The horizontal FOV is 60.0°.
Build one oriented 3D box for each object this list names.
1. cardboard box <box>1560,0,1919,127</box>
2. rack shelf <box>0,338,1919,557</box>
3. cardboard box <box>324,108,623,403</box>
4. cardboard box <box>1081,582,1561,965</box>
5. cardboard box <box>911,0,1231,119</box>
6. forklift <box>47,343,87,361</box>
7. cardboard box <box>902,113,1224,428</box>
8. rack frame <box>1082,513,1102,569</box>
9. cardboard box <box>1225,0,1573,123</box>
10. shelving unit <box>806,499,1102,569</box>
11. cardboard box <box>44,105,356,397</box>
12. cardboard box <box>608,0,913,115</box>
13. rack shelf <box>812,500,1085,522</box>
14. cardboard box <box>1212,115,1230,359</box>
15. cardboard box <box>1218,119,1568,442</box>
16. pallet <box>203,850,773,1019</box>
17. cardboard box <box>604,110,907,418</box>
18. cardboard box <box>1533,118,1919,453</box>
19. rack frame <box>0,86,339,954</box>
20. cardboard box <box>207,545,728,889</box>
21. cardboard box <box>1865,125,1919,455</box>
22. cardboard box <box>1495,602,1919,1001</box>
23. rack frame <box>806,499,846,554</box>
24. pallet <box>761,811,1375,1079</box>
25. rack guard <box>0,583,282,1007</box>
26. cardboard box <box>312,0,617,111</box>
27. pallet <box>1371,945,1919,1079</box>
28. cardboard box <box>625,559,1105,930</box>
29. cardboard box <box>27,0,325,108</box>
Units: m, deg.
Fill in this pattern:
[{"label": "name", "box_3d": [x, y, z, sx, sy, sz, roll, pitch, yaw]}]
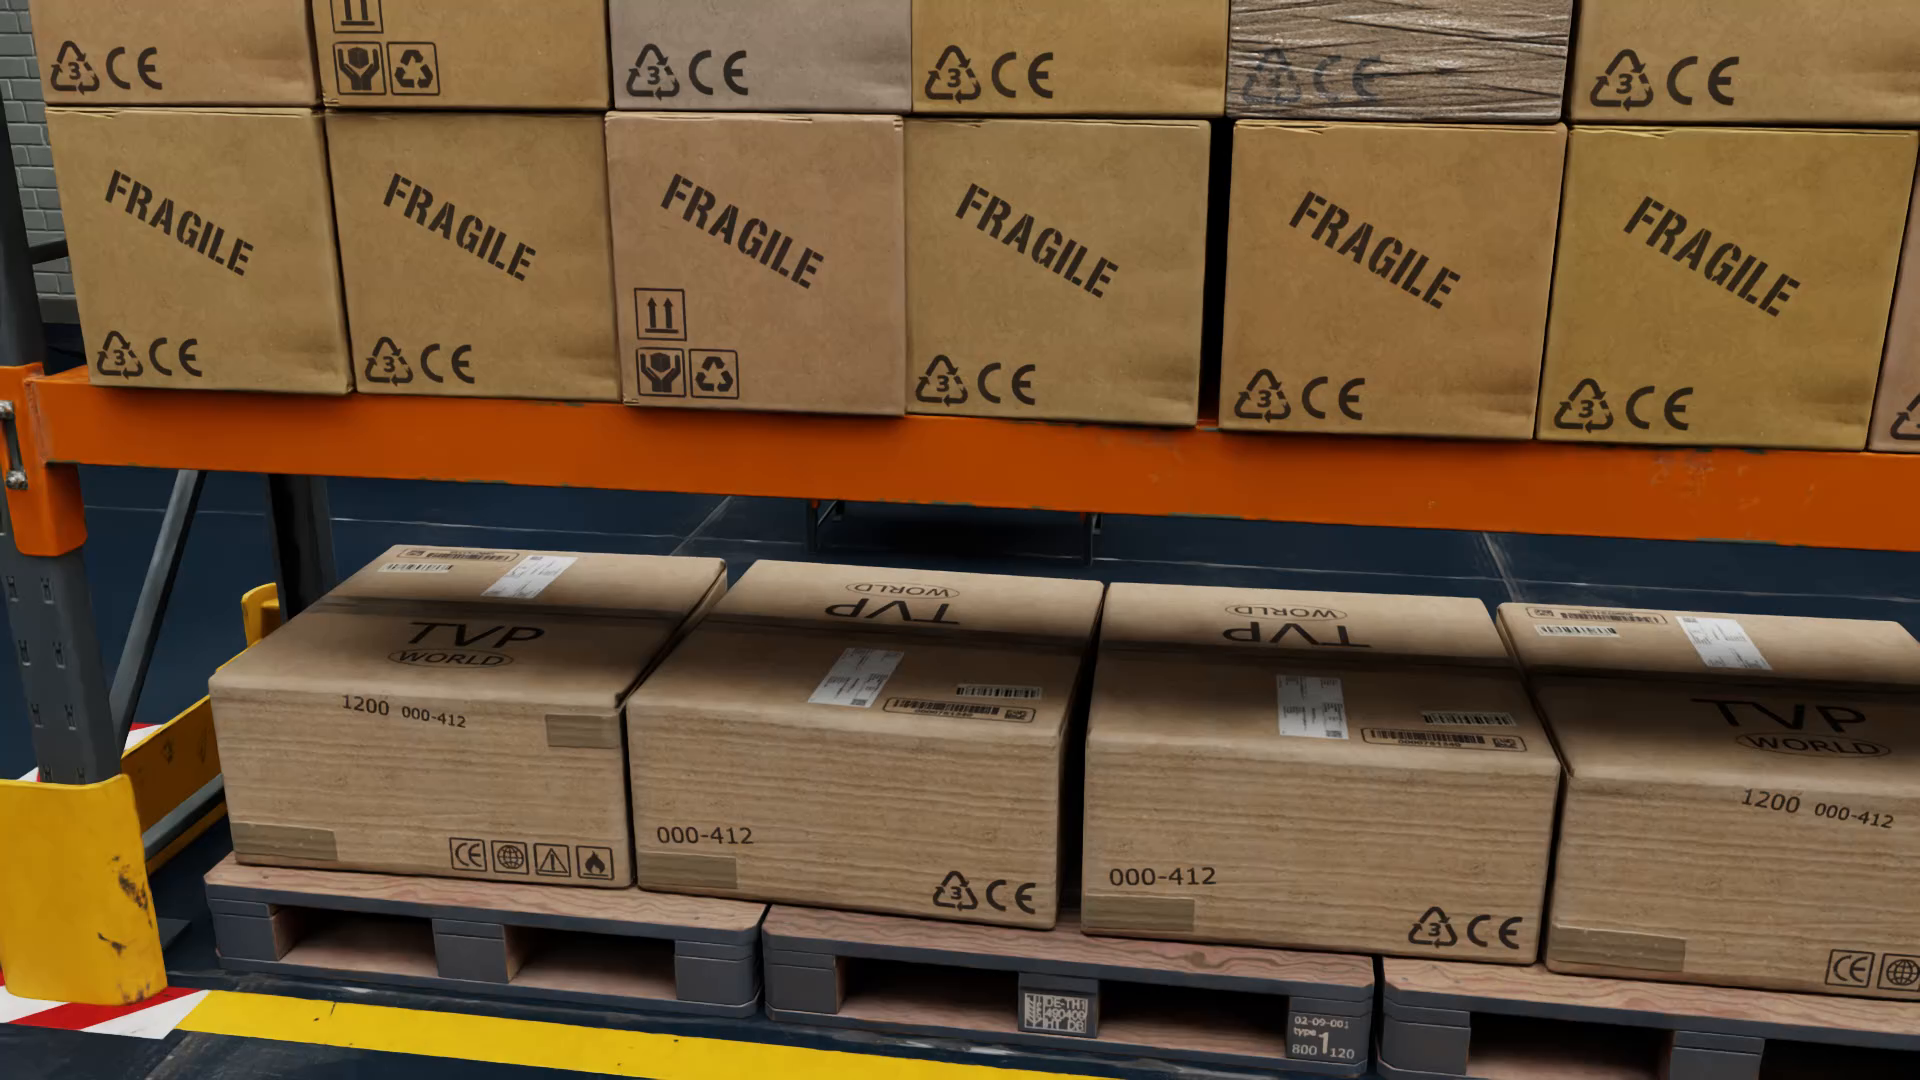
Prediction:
[{"label": "cardboard box", "box_3d": [1.205, -0.934, 2.633, 0.500, 0.500, 0.500, 3, 19, 8]}, {"label": "rack shelf", "box_3d": [0.240, -0.206, 3.326, 4.000, 0.370, 1.077, 3, 19, 9]}, {"label": "cardboard box", "box_3d": [-0.802, -0.565, 3.106, 0.500, 0.500, 0.500, 3, 19, 8]}, {"label": "cardboard box", "box_3d": [0.728, 0.459, 3.580, 0.875, 0.438, 0.875, 2, 19, 7]}, {"label": "cardboard box", "box_3d": [0.208, -0.984, 2.784, 0.500, 0.500, 0.500, 3, 19, 9]}, {"label": "forklift", "box_3d": [-3.256, -2.022, 7.726, 3.031, 2.935, 1.130, 11, 21, 30]}, {"label": "cardboard box", "box_3d": [0.194, -0.513, 2.952, 0.500, 0.500, 0.500, 4, 19, 10]}, {"label": "rack frame", "box_3d": [0.495, -0.508, 6.049, 0.032, 1.125, 0.500, 3, 19, 9]}, {"label": "cardboard box", "box_3d": [0.701, -0.956, 2.700, 0.500, 0.500, 0.500, 3, 19, 9]}, {"label": "shelving unit", "box_3d": [-0.007, -0.534, 6.126, 1.048, 1.125, 0.538, 3, 19, 9]}, {"label": "cardboard box", "box_3d": [-1.306, -0.581, 3.156, 0.500, 0.500, 0.500, 3, 19, 8]}, {"label": "cardboard box", "box_3d": [-0.285, -1.009, 2.858, 0.500, 0.500, 0.500, 3, 19, 8]}, {"label": "rack shelf", "box_3d": [-0.007, -0.302, 6.203, 1.000, 0.278, 0.538, 3, 19, 9]}, {"label": "cardboard box", "box_3d": [0.298, -0.679, 3.449, 0.500, 0.500, 0.500, 3, 19, 10]}, {"label": "cardboard box", "box_3d": [0.709, -0.482, 2.859, 0.500, 0.500, 0.500, 3, 19, 8]}, {"label": "pallet", "box_3d": [-0.933, 0.690, 3.908, 1.213, 0.211, 1.003, 3, 19, 9]}, {"label": "cardboard box", "box_3d": [-0.303, -0.533, 3.012, 0.500, 0.500, 0.500, 3, 19, 8]}, {"label": "cardboard box", "box_3d": [1.207, -0.462, 2.798, 0.500, 0.500, 0.500, 2, 19, 7]}, {"label": "rack frame", "box_3d": [-1.735, -0.648, 3.512, 0.127, 3.000, 1.000, 3, 19, 9]}, {"label": "cardboard box", "box_3d": [-1.067, 0.370, 3.847, 0.875, 0.438, 0.875, 2, 19, 7]}, {"label": "cardboard box", "box_3d": [1.716, -0.437, 2.725, 0.500, 0.500, 0.500, 3, 19, 9]}, {"label": "cardboard box", "box_3d": [1.612, 0.504, 3.446, 0.875, 0.438, 0.875, 3, 19, 8]}, {"label": "rack frame", "box_3d": [-0.509, -0.559, 6.202, 0.032, 1.125, 0.500, 3, 19, 9]}, {"label": "pallet", "box_3d": [0.268, 0.752, 3.722, 1.213, 0.211, 1.003, 3, 19, 9]}, {"label": "rack guard", "box_3d": [-1.758, 0.536, 3.913, 0.348, 0.500, 1.175, 3, 19, 9]}, {"label": "cardboard box", "box_3d": [-0.795, -1.032, 2.928, 0.500, 0.500, 0.500, 2, 19, 7]}, {"label": "pallet", "box_3d": [1.476, 0.813, 3.541, 1.213, 0.211, 1.003, 3, 19, 9]}, {"label": "cardboard box", "box_3d": [-0.162, 0.413, 3.717, 0.875, 0.438, 0.875, 3, 19, 10]}, {"label": "cardboard box", "box_3d": [-1.306, -1.056, 2.999, 0.500, 0.500, 0.500, 3, 19, 7]}]
